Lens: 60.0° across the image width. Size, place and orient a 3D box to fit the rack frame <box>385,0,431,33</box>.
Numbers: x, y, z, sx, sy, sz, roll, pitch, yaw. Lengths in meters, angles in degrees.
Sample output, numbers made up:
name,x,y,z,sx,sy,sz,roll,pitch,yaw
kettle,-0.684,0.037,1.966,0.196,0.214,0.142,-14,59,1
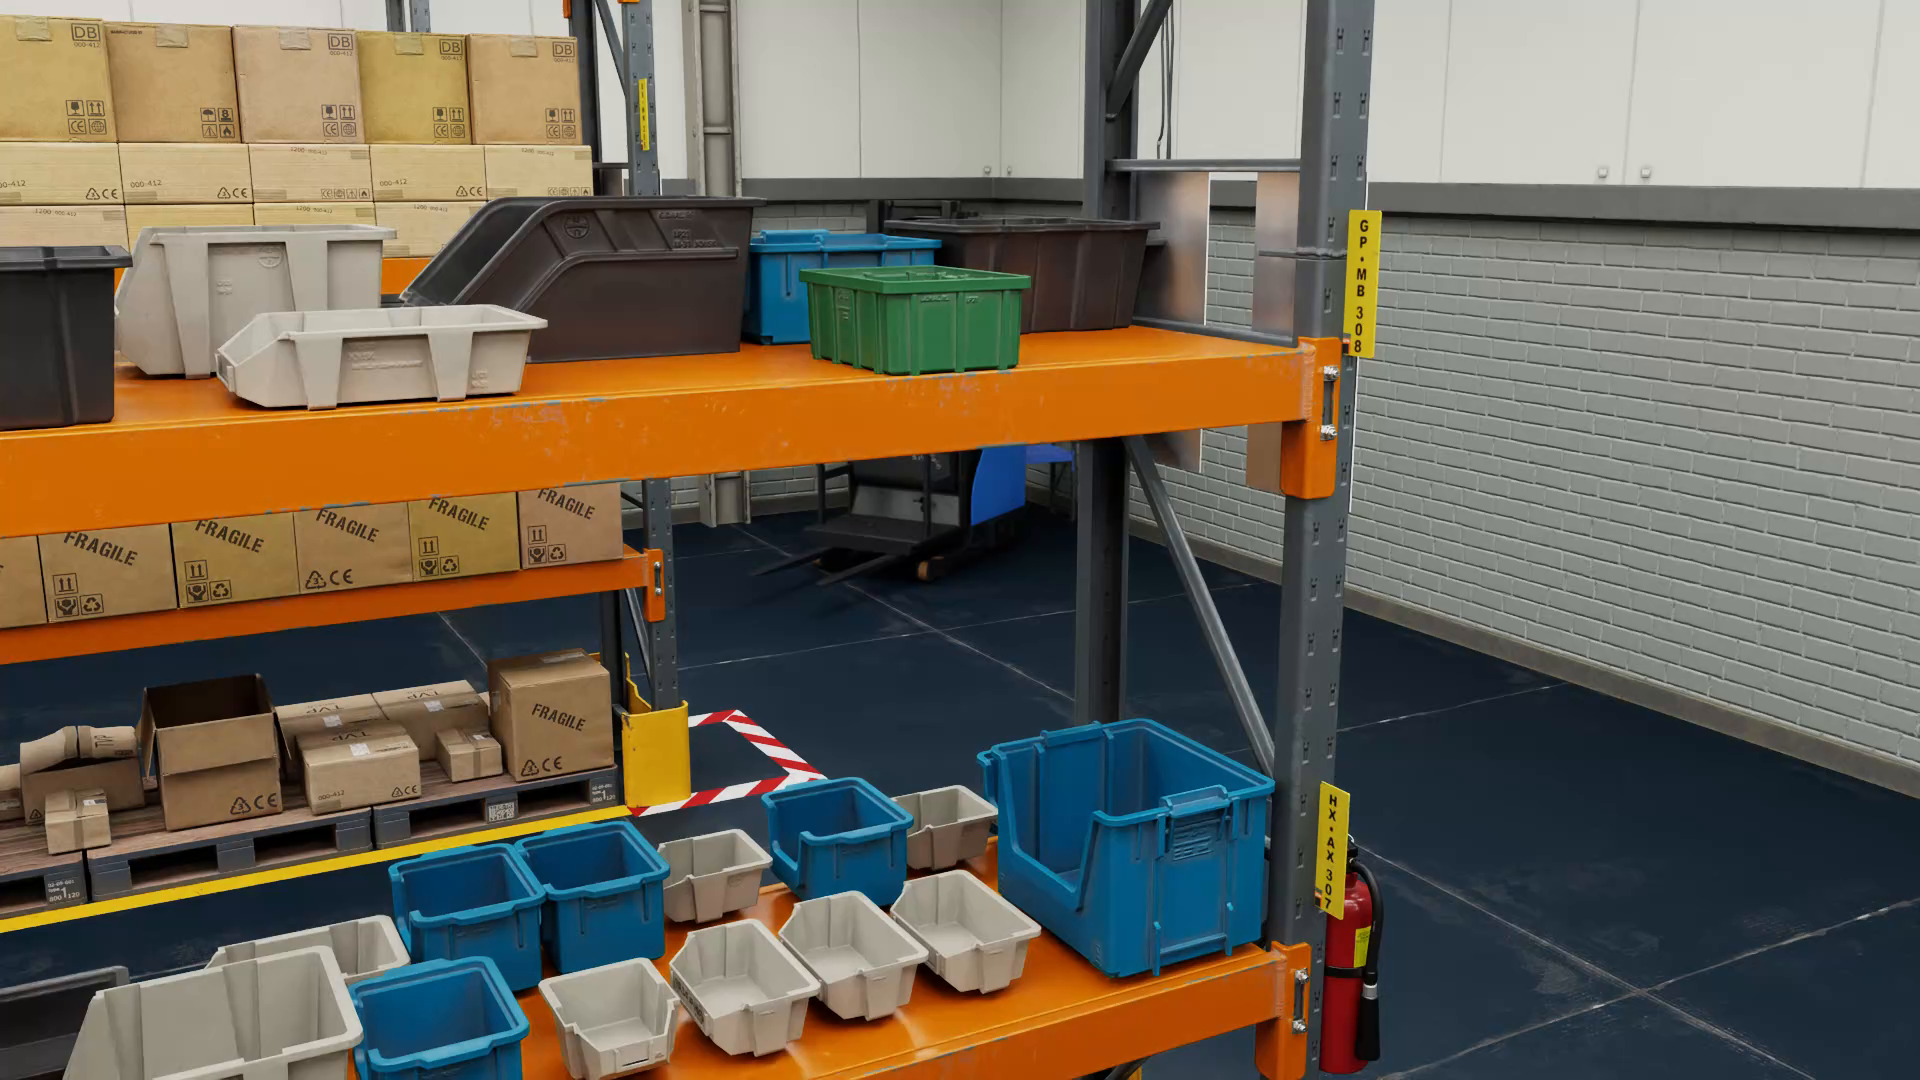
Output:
name,x,y,z,sx,sy,sz,roll,pitch,yaw
rack frame,-4.120,-4.105,12.353,0.127,3.000,1.000,-7,14,-28

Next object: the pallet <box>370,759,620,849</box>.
name,x,y,z,sx,sy,sz,roll,pitch,yaw
pallet,-2.509,1.229,8.669,1.213,0.211,1.003,-7,14,-28

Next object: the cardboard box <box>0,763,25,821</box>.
name,x,y,z,sx,sy,sz,roll,pitch,yaw
cardboard box,-4.589,1.208,7.902,0.250,0.149,0.380,-7,14,-28

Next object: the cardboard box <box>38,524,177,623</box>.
name,x,y,z,sx,sy,sz,roll,pitch,yaw
cardboard box,-3.788,0.041,7.369,0.500,0.500,0.500,-7,14,-28

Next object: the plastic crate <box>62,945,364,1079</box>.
name,x,y,z,sx,sy,sz,roll,pitch,yaw
plastic crate,-1.455,1.055,3.221,0.530,0.282,0.437,-7,14,-28

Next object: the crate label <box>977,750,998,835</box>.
name,x,y,z,sx,sy,sz,roll,pitch,yaw
crate label,0.253,0.746,4.706,0.303,0.233,0.416,-7,14,-28

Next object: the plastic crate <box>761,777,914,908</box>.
name,x,y,z,sx,sy,sz,roll,pitch,yaw
plastic crate,-0.325,0.815,4.399,0.300,0.233,0.416,-7,14,-28

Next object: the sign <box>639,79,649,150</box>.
name,x,y,z,sx,sy,sz,roll,pitch,yaw
sign,-1.495,-2.010,7.860,0.005,0.325,0.100,-7,14,-28

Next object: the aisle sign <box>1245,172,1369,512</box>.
name,x,y,z,sx,sy,sz,roll,pitch,yaw
aisle sign,0.831,-0.488,4.025,0.004,0.787,0.394,-7,14,-28

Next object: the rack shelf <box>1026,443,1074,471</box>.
name,x,y,z,sx,sy,sz,roll,pitch,yaw
rack shelf,0.488,-0.738,15.292,1.000,0.185,0.538,-5,14,-21

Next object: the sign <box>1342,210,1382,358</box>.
name,x,y,z,sx,sy,sz,roll,pitch,yaw
sign,0.905,-0.577,3.747,0.005,0.325,0.100,-7,14,-28

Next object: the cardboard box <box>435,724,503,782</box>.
name,x,y,z,sx,sy,sz,roll,pitch,yaw
cardboard box,-2.501,1.074,8.457,0.250,0.166,0.380,-7,14,-28

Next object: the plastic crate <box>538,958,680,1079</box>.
name,x,y,z,sx,sy,sz,roll,pitch,yaw
plastic crate,-0.747,1.048,3.586,0.250,0.136,0.298,-7,14,-28

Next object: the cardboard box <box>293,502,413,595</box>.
name,x,y,z,sx,sy,sz,roll,pitch,yaw
cardboard box,-2.900,-0.066,7.844,0.500,0.500,0.500,-7,14,-27

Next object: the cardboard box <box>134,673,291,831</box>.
name,x,y,z,sx,sy,sz,roll,pitch,yaw
cardboard box,-3.607,1.002,8.010,0.637,0.503,0.797,-7,14,-28

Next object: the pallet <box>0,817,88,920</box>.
name,x,y,z,sx,sy,sz,roll,pitch,yaw
pallet,-4.651,1.486,7.528,1.213,0.211,1.003,-7,14,-28

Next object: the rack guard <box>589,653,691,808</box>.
name,x,y,z,sx,sy,sz,roll,pitch,yaw
rack guard,-1.810,1.004,9.010,0.348,0.500,1.175,-7,14,-28

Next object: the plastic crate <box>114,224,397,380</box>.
name,x,y,z,sx,sy,sz,roll,pitch,yaw
plastic crate,-1.466,-0.501,3.440,0.530,0.282,0.437,-7,14,-28

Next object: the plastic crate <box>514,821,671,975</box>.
name,x,y,z,sx,sy,sz,roll,pitch,yaw
plastic crate,-0.903,0.885,4.091,0.300,0.233,0.416,-7,14,-28

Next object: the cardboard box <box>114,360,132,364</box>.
name,x,y,z,sx,sy,sz,roll,pitch,yaw
cardboard box,-4.043,-0.550,7.716,0.500,0.500,0.500,-7,14,-27

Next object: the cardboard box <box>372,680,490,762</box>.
name,x,y,z,sx,sy,sz,roll,pitch,yaw
cardboard box,-2.795,0.958,8.780,0.500,0.250,0.500,-7,14,-28

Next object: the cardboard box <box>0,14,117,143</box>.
name,x,y,z,sx,sy,sz,roll,pitch,yaw
cardboard box,-3.903,-1.940,7.063,0.500,0.500,0.700,-7,14,-28

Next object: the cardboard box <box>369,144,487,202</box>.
name,x,y,z,sx,sy,sz,roll,pitch,yaw
cardboard box,-2.510,-1.702,7.711,0.500,0.250,0.500,-7,14,-28

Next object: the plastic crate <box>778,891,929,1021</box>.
name,x,y,z,sx,sy,sz,roll,pitch,yaw
plastic crate,-0.263,0.979,3.891,0.243,0.136,0.396,-7,14,-28

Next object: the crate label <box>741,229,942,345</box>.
name,x,y,z,sx,sy,sz,roll,pitch,yaw
crate label,-0.337,-0.625,4.060,0.502,0.251,0.408,-7,14,-28

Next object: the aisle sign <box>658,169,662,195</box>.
name,x,y,z,sx,sy,sz,roll,pitch,yaw
aisle sign,-1.536,-1.440,8.256,0.004,0.787,0.394,-7,14,-28

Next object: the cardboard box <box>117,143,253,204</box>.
name,x,y,z,sx,sy,sz,roll,pitch,yaw
cardboard box,-3.387,-1.596,7.241,0.500,0.250,0.500,-7,14,-28

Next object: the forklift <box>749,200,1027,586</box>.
name,x,y,z,sx,sy,sz,roll,pitch,yaw
forklift,-0.563,-1.210,13.312,1.130,2.935,3.031,7,14,28

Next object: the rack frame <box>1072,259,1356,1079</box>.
name,x,y,z,sx,sy,sz,roll,pitch,yaw
rack frame,0.627,0.731,4.528,0.127,3.000,1.000,-7,14,-28

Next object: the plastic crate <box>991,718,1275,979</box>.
name,x,y,z,sx,sy,sz,roll,pitch,yaw
plastic crate,0.423,0.756,4.201,0.499,0.435,0.616,-7,14,-28

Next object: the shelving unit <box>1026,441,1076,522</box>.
name,x,y,z,sx,sy,sz,roll,pitch,yaw
shelving unit,0.488,-0.913,15.252,1.048,1.500,0.538,-5,14,-21

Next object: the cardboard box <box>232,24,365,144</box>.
name,x,y,z,sx,sy,sz,roll,pitch,yaw
cardboard box,-3.053,-2.057,7.580,0.500,0.500,0.700,-7,14,-28

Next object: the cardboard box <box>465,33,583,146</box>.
name,x,y,z,sx,sy,sz,roll,pitch,yaw
cardboard box,-2.186,-2.167,8.067,0.500,0.500,0.700,-7,14,-28

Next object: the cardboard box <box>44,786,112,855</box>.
name,x,y,z,sx,sy,sz,roll,pitch,yaw
cardboard box,-4.027,1.269,7.588,0.250,0.166,0.380,-7,14,-28

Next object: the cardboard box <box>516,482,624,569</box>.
name,x,y,z,sx,sy,sz,roll,pitch,yaw
cardboard box,-2.006,-0.173,8.318,0.500,0.500,0.500,-6,14,-26

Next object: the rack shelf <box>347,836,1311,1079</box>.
name,x,y,z,sx,sy,sz,roll,pitch,yaw
rack shelf,-1.128,1.293,3.672,4.000,0.370,1.077,-7,14,-28

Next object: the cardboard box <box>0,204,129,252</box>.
name,x,y,z,sx,sy,sz,roll,pitch,yaw
cardboard box,-3.828,-1.301,7.067,0.500,0.250,0.500,-7,14,-28

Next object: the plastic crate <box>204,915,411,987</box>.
name,x,y,z,sx,sy,sz,roll,pitch,yaw
plastic crate,-1.499,1.010,3.752,0.466,0.136,0.293,-7,14,-28

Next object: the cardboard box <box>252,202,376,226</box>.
name,x,y,z,sx,sy,sz,roll,pitch,yaw
cardboard box,-2.944,-1.403,7.523,0.500,0.250,0.500,-7,14,-28

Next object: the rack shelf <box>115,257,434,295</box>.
name,x,y,z,sx,sy,sz,roll,pitch,yaw
rack shelf,-3.498,-1.126,7.586,4.000,0.370,1.077,-7,14,-28

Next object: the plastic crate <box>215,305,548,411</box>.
name,x,y,z,sx,sy,sz,roll,pitch,yaw
plastic crate,-1.068,-0.338,3.049,0.530,0.136,0.437,-7,14,-28

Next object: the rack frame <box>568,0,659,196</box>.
name,x,y,z,sx,sy,sz,roll,pitch,yaw
rack frame,-1.743,-3.151,8.113,0.127,3.000,1.000,-7,14,-28

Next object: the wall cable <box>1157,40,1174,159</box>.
name,x,y,z,sx,sy,sz,roll,pitch,yaw
wall cable,1.016,-3.116,15.032,0.112,2.526,3.097,-7,14,-28
